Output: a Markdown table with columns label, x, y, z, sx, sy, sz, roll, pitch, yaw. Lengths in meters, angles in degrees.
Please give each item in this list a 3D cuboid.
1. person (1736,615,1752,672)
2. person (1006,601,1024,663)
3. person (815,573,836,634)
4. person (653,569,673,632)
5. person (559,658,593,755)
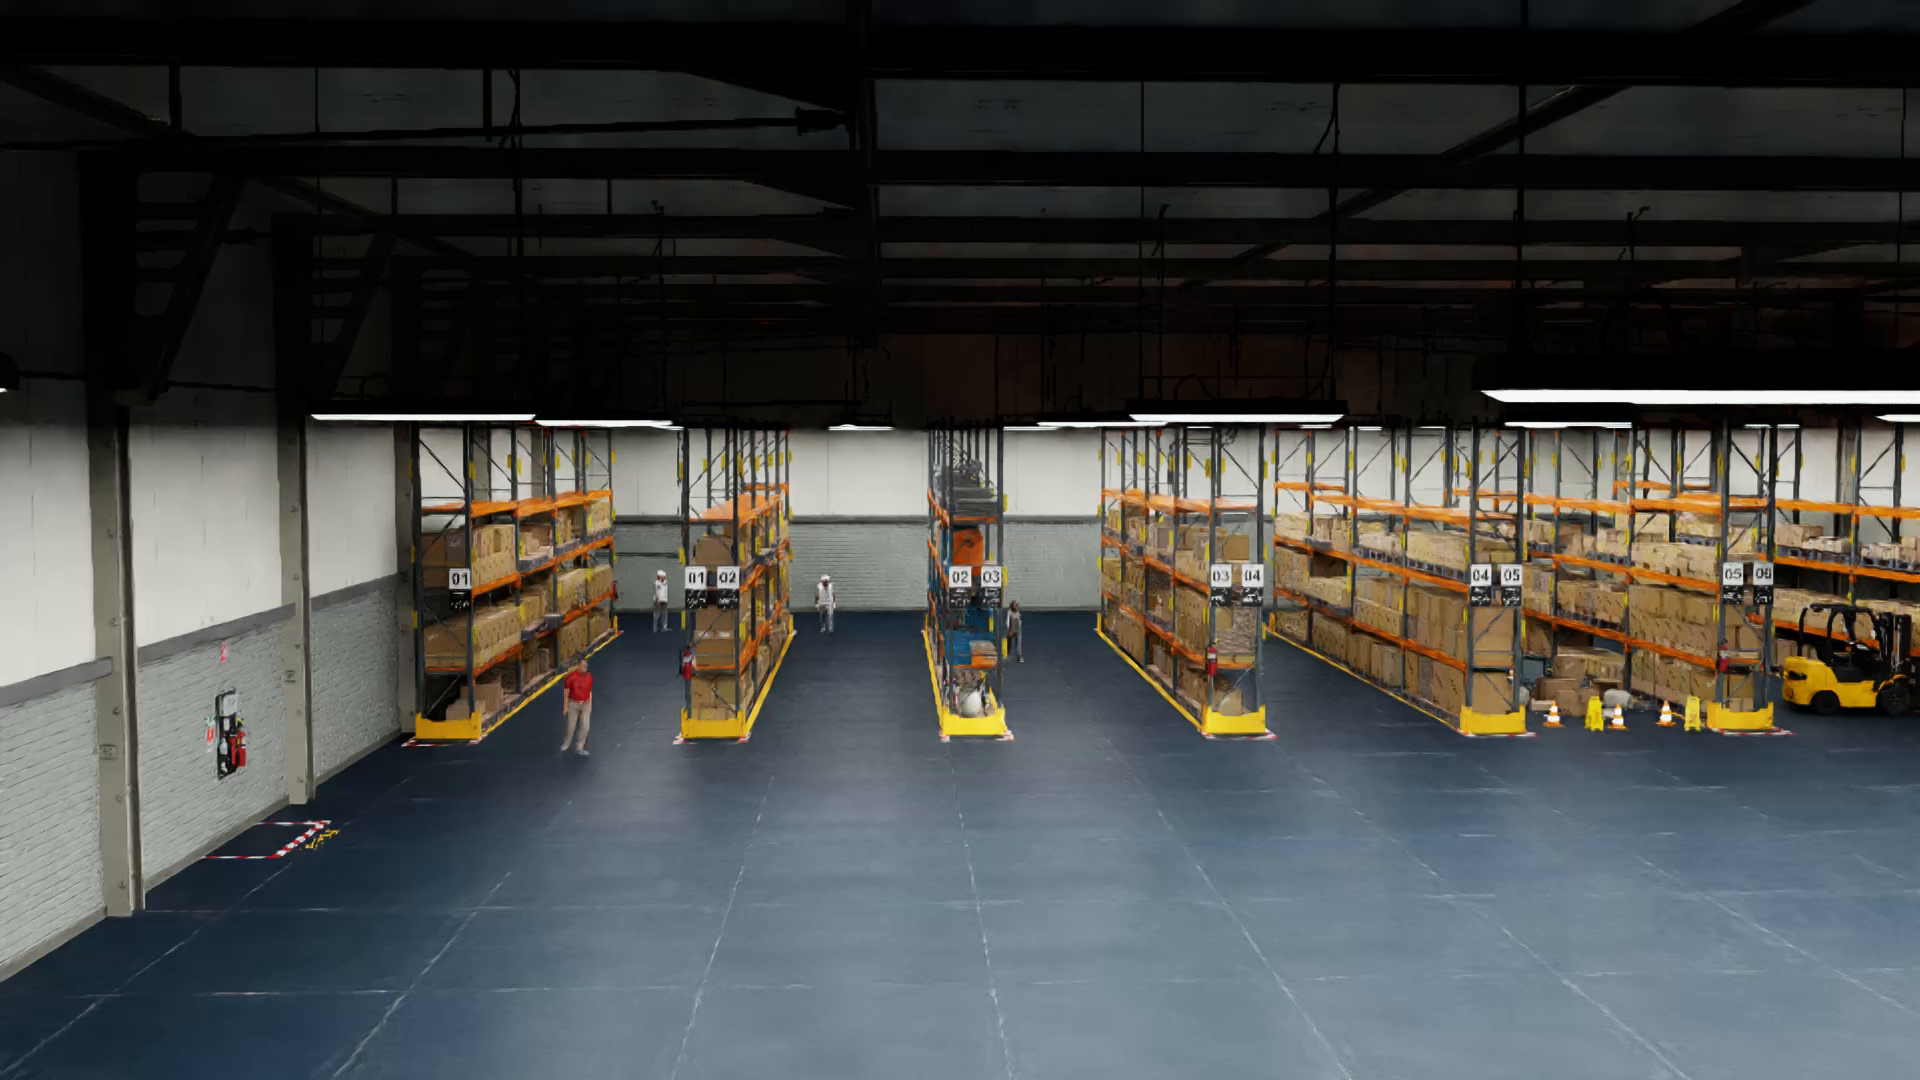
| label | x | y | z | sx | sy | sz | roll | pitch | yaw |
| --- | --- | --- | --- | --- | --- | --- | --- | --- | --- |
| person | 16.697 | 2.594 | 35.587 | 0.547 | 1.587 | 0.631 | 2 | 4 | 28 |
| person | 1.320 | 2.255 | 41.196 | 0.412 | 1.533 | 0.955 | -1 | 4 | -10 |
| person | -3.803 | 1.789 | 46.959 | 0.570 | 1.701 | 1.111 | 0 | 4 | -4 |
| person | -8.543 | 1.730 | 47.495 | 0.432 | 1.771 | 0.608 | 1 | 4 | 21 |
| person | -6.824 | 2.941 | 29.541 | 0.597 | 1.713 | 0.570 | -3 | 5 | -38 |
